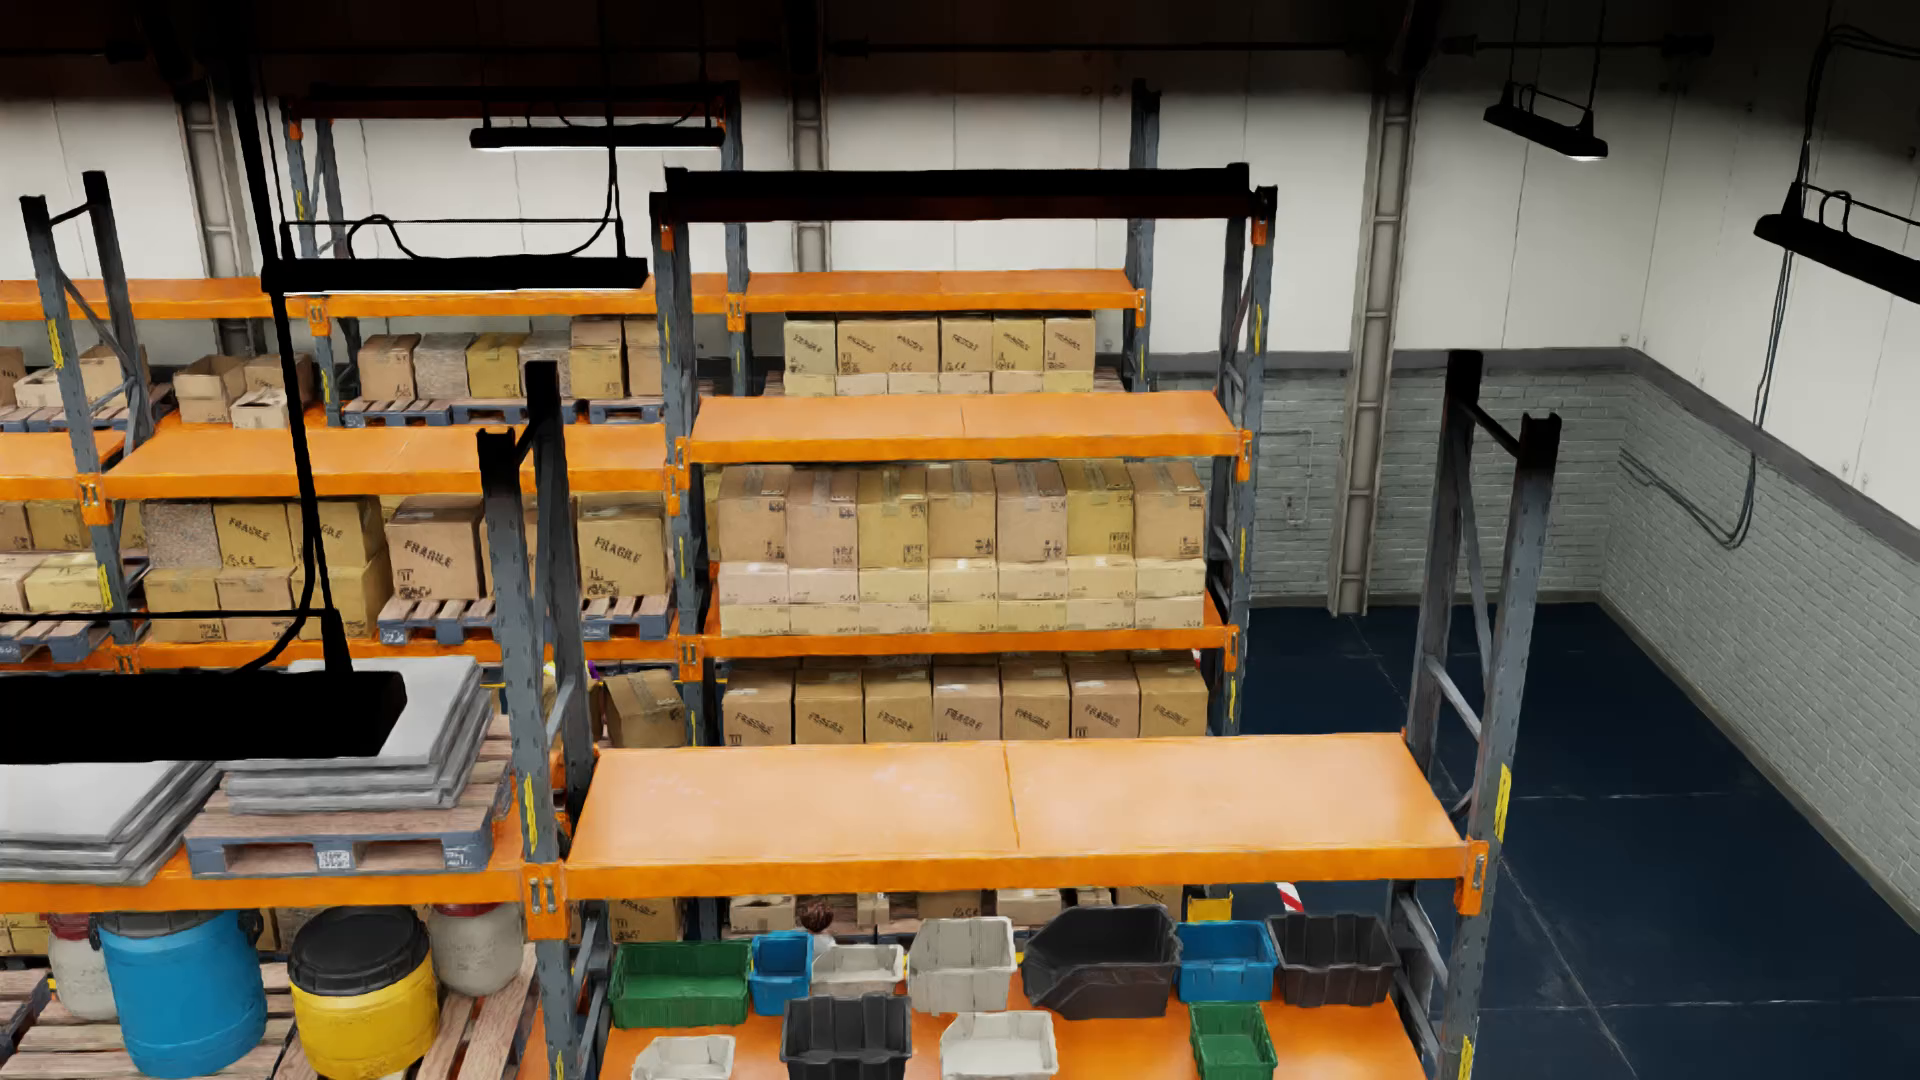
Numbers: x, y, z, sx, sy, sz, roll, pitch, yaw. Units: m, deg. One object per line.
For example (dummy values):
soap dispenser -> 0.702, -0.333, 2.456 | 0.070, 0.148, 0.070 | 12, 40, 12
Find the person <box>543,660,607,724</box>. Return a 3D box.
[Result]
person -> -3.397, 1.631, 14.741 | 0.632, 1.768, 0.448 | -14, 26, -30

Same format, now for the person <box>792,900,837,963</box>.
person -> -0.946, 3.130, 11.307 | 0.536, 1.573, 0.532 | 9, 24, 22
